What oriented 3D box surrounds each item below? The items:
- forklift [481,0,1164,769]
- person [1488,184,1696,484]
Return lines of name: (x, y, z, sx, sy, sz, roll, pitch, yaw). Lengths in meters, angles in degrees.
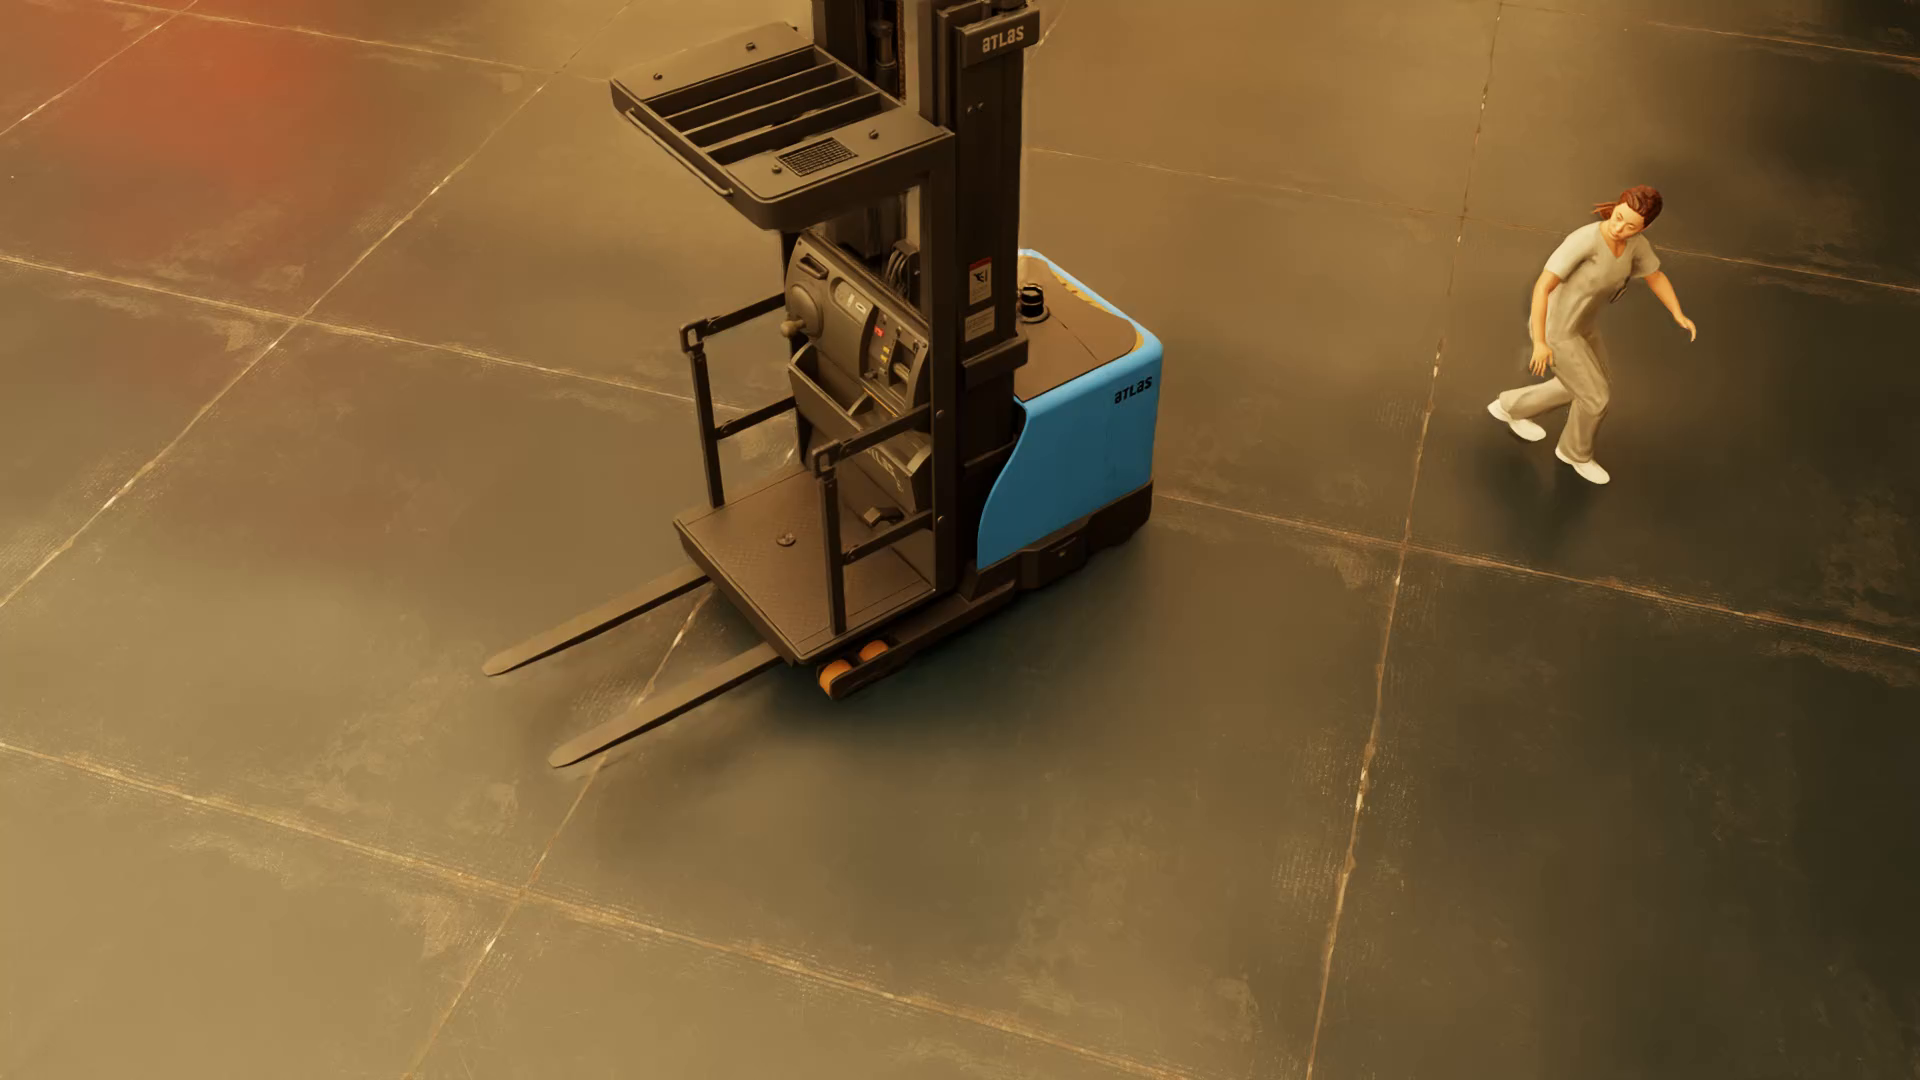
forklift: (-0.585, -0.808, 6.557, 3.031, 2.935, 1.130, -27, 49, -26)
person: (2.912, -0.916, 7.701, 0.774, 1.542, 0.802, -33, 52, -30)
